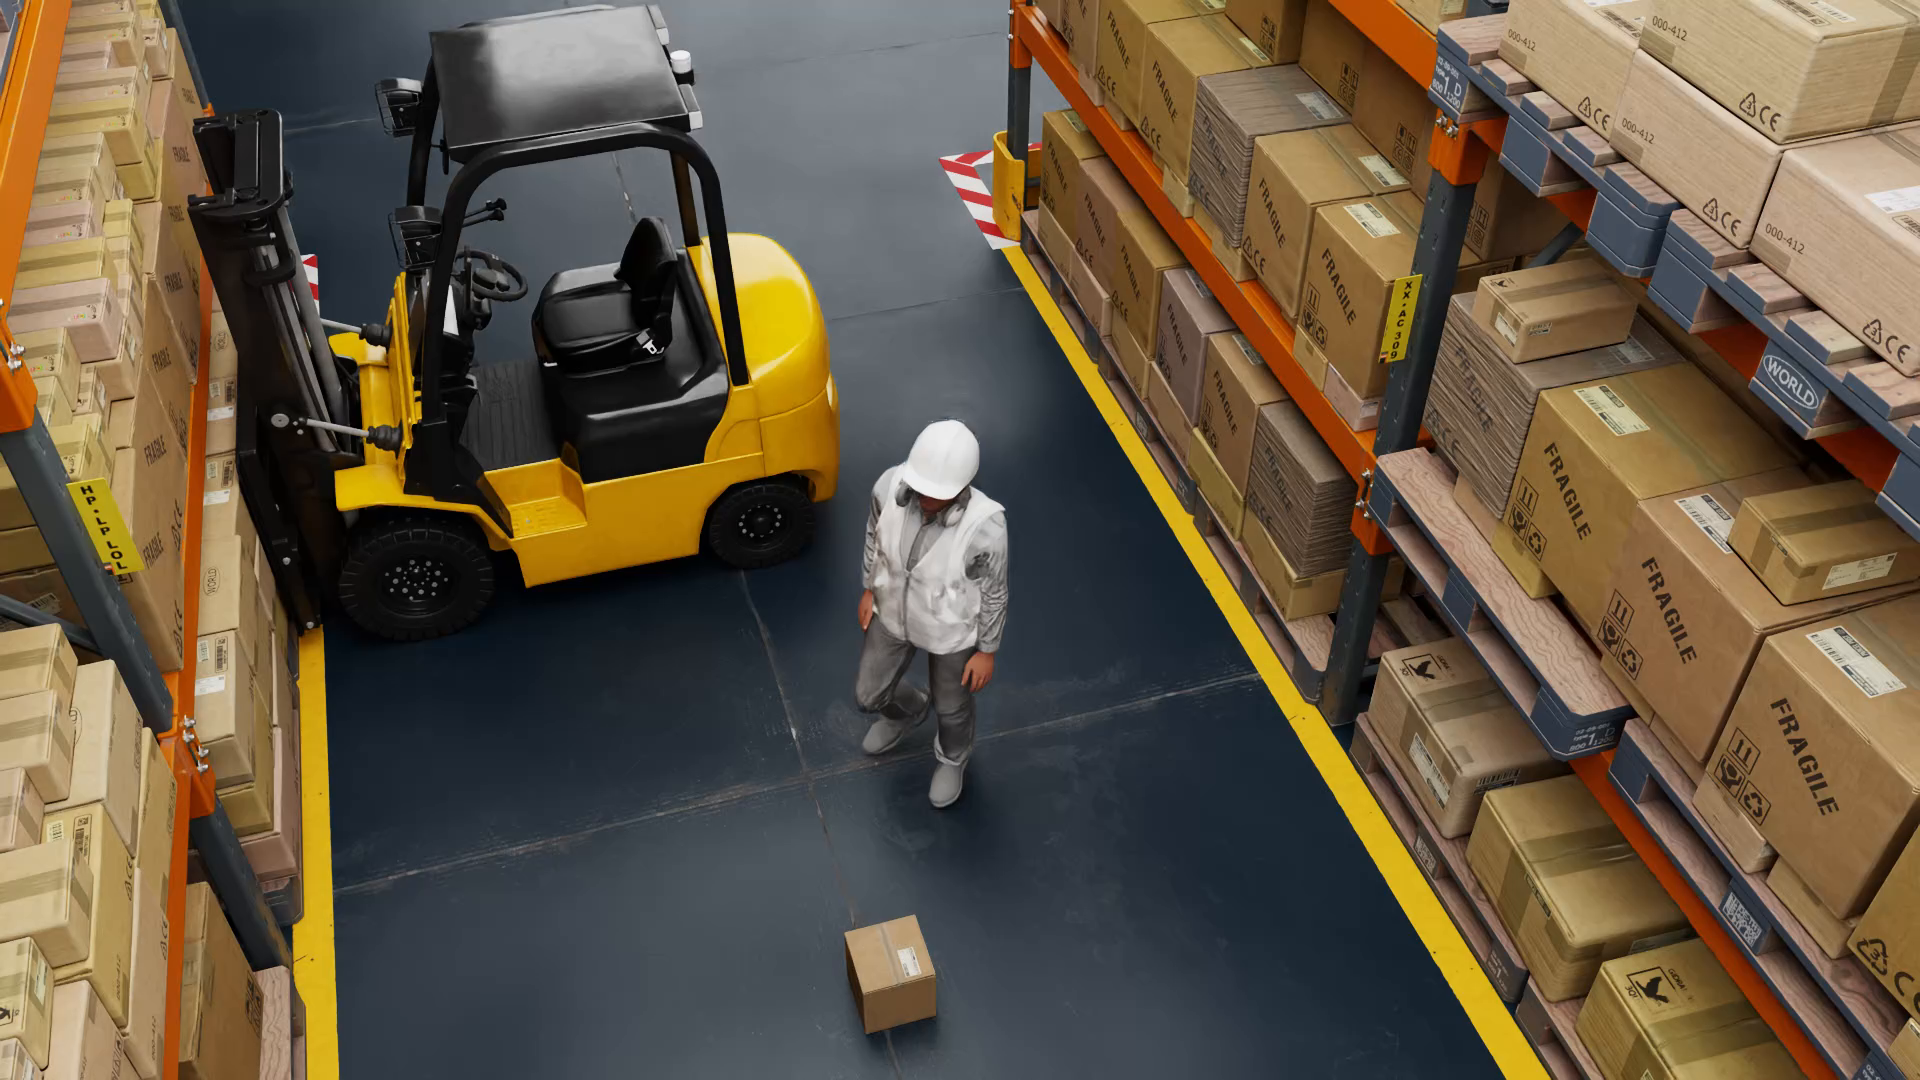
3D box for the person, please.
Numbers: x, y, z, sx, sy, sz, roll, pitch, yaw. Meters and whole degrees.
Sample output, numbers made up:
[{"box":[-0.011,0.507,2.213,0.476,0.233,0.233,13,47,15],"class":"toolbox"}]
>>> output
[{"box":[-0.111,0.257,5.827,0.620,1.766,0.412,21,46,22],"class":"person"}]
